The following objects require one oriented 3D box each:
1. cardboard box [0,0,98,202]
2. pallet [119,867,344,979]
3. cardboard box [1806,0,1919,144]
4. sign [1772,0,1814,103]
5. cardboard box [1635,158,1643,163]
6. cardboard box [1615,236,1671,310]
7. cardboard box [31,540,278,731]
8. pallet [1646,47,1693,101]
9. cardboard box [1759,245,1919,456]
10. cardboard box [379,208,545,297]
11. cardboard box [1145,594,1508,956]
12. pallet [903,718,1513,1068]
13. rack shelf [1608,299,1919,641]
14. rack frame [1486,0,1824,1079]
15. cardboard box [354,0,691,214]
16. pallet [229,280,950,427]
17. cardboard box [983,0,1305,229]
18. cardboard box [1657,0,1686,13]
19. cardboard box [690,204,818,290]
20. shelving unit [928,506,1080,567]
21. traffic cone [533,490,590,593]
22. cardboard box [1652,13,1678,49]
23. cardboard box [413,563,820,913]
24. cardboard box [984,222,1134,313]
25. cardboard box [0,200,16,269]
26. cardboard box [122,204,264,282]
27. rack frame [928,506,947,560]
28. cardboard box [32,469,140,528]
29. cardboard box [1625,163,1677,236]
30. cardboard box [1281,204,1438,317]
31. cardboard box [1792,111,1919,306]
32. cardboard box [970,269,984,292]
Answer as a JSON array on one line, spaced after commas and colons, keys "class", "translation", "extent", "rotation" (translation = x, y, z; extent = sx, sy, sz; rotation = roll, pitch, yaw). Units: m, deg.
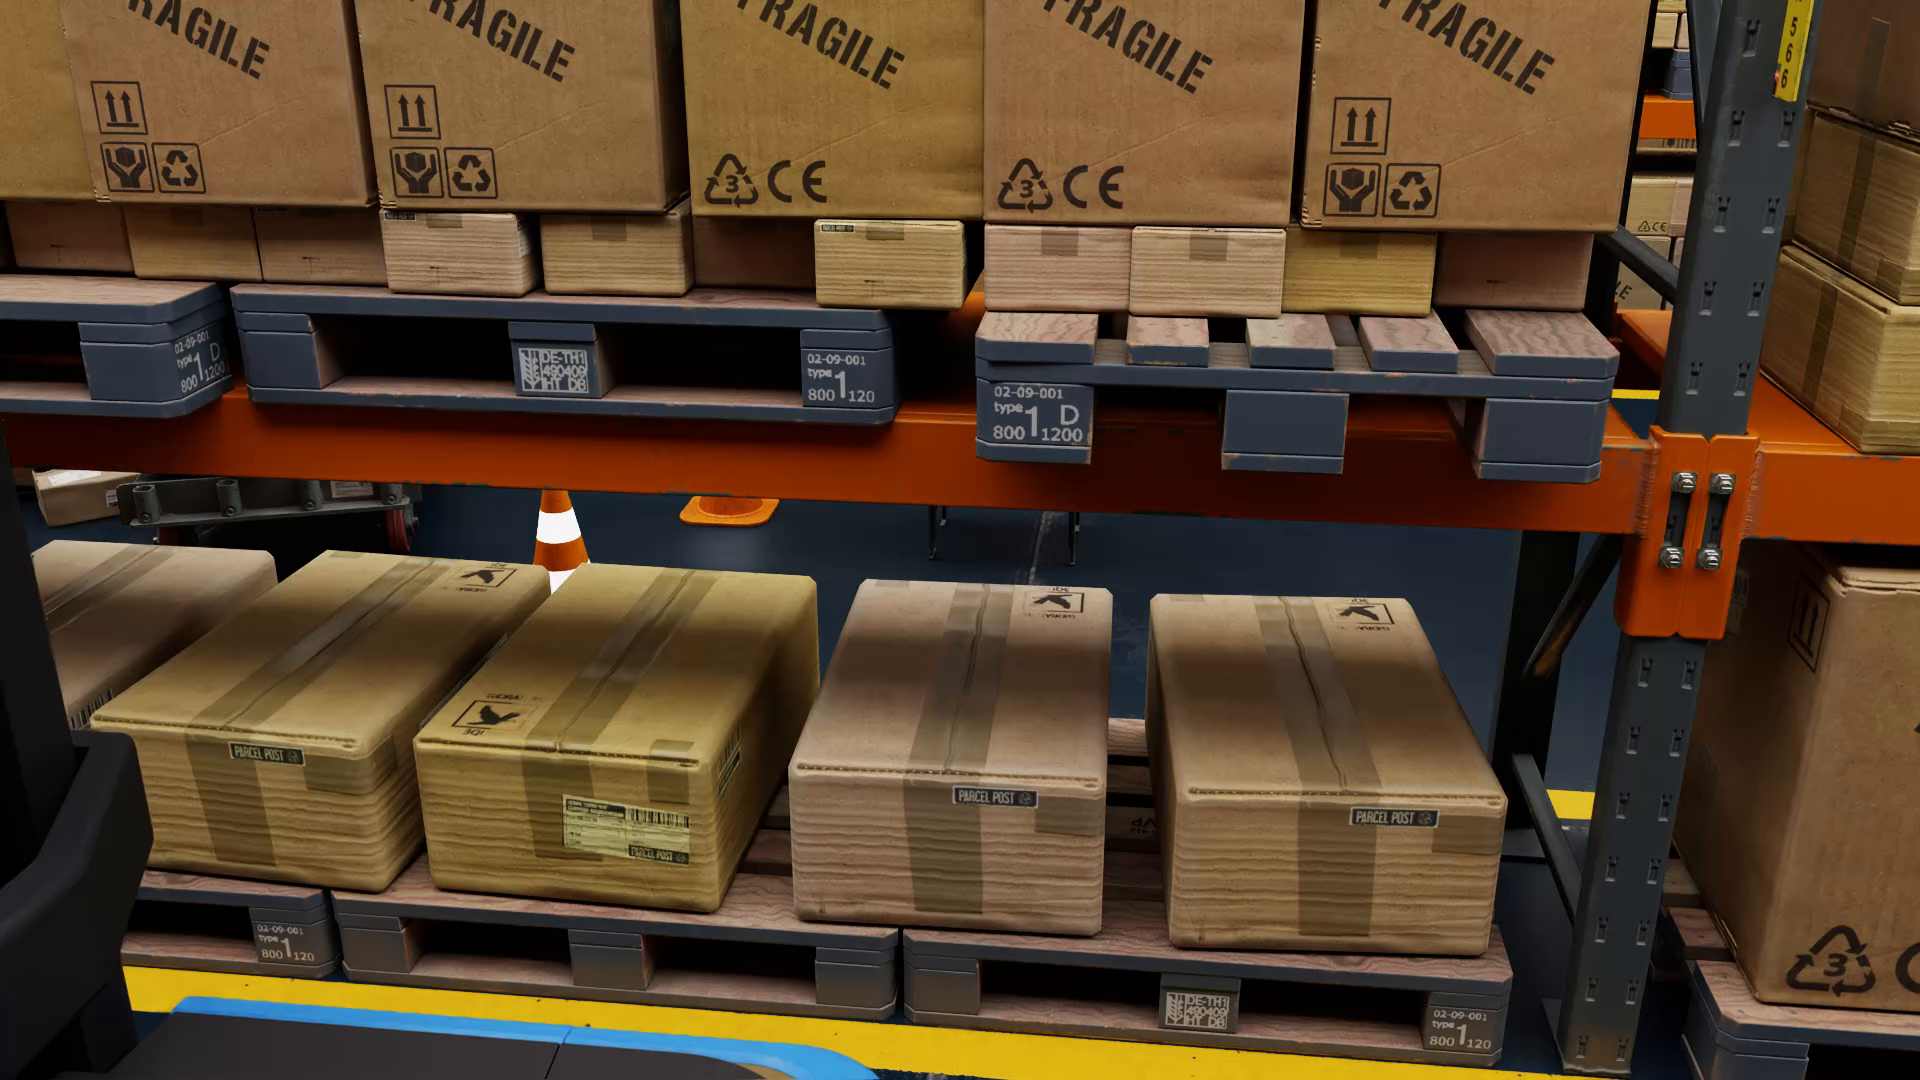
[{"class": "cardboard box", "translation": [-1.732, -0.929, 3.097], "extent": [0.500, 0.500, 0.500], "rotation": [3, 22, 6]}, {"class": "pallet", "translation": [-1.888, 0.635, 4.047], "extent": [1.213, 0.211, 1.003], "rotation": [2, 22, 6]}, {"class": "cardboard box", "translation": [1.772, -0.923, 2.698], "extent": [0.500, 0.500, 0.500], "rotation": [2, 22, 5]}, {"class": "sign", "translation": [1.257, -0.825, 2.480], "extent": [0.005, 0.325, 0.100], "rotation": [2, 22, 6]}, {"class": "cardboard box", "translation": [3.006, -1.763, 8.129], "extent": [0.500, 0.250, 0.500], "rotation": [3, 22, 7]}, {"class": "cardboard box", "translation": [2.965, -1.222, 7.780], "extent": [0.500, 0.500, 0.500], "rotation": [3, 22, 7]}, {"class": "cardboard box", "translation": [-2.140, 0.354, 3.969], "extent": [0.625, 0.372, 0.950], "rotation": [3, 22, 7]}, {"class": "pallet", "translation": [3.764, -2.174, 7.619], "extent": [1.213, 0.211, 1.003], "rotation": [2, 22, 6]}, {"class": "cardboard box", "translation": [1.767, -0.339, 2.922], "extent": [0.500, 0.250, 0.500], "rotation": [2, 22, 5]}, {"class": "cardboard box", "translation": [-0.858, -0.568, 3.066], "extent": [0.250, 0.149, 0.380], "rotation": [3, 22, 8]}, {"class": "cardboard box", "translation": [0.751, 0.477, 3.657], "extent": [0.625, 0.372, 0.950], "rotation": [1, 22, 3]}, {"class": "pallet", "translation": [0.535, 0.740, 3.780], "extent": [1.213, 0.211, 1.003], "rotation": [2, 22, 6]}, {"class": "rack shelf", "translation": [3.297, -0.101, 3.094], "extent": [4.000, 0.370, 1.077], "rotation": [2, 22, 6]}, {"class": "rack frame", "translation": [1.311, -0.522, 3.180], "extent": [0.127, 3.000, 1.000], "rotation": [2, 22, 6]}, {"class": "cardboard box", "translation": [-0.731, -0.884, 2.984], "extent": [0.500, 0.500, 0.500], "rotation": [2, 22, 4]}, {"class": "pallet", "translation": [-0.660, -0.503, 3.394], "extent": [1.213, 0.211, 1.003], "rotation": [2, 22, 6]}, {"class": "cardboard box", "translation": [0.312, -0.839, 2.869], "extent": [0.500, 0.500, 0.500], "rotation": [2, 22, 5]}, {"class": "cardboard box", "translation": [3.035, -2.424, 7.357], "extent": [0.250, 0.149, 0.380], "rotation": [3, 22, 7]}, {"class": "cardboard box", "translation": [-0.331, -0.586, 3.112], "extent": [0.250, 0.149, 0.380], "rotation": [3, 22, 7]}, {"class": "shelving unit", "translation": [0.164, -0.969, 5.536], "extent": [0.503, 2.100, 0.431], "rotation": [2, 22, 6]}, {"class": "traffic cone", "translation": [-1.265, 0.027, 5.241], "extent": [0.334, 0.463, 0.336], "rotation": [2, 22, 6]}, {"class": "cardboard box", "translation": [3.016, -2.285, 7.409], "extent": [0.250, 0.149, 0.380], "rotation": [3, 22, 9]}, {"class": "cardboard box", "translation": [-0.735, 0.413, 3.819], "extent": [0.625, 0.372, 0.950], "rotation": [3, 22, 8]}, {"class": "cardboard box", "translation": [0.179, -0.522, 2.951], "extent": [0.250, 0.149, 0.380], "rotation": [1, 22, 4]}, {"class": "cardboard box", "translation": [-1.903, -0.620, 3.199], "extent": [0.250, 0.149, 0.380], "rotation": [3, 22, 7]}, {"class": "cardboard box", "translation": [-1.362, -0.609, 3.172], "extent": [0.250, 0.149, 0.380], "rotation": [3, 22, 7]}, {"class": "rack frame", "translation": [-0.078, -0.980, 5.562], "extent": [0.015, 2.100, 0.400], "rotation": [2, 22, 6]}, {"class": "cardboard box", "translation": [-3.218, -0.242, 6.192], "extent": [0.396, 0.266, 0.258], "rotation": [-14, 25, -31]}, {"class": "cardboard box", "translation": [2.953, -1.575, 7.653], "extent": [0.500, 0.250, 0.500], "rotation": [2, 22, 6]}, {"class": "cardboard box", "translation": [0.683, -0.514, 2.930], "extent": [0.250, 0.149, 0.380], "rotation": [3, 22, 7]}, {"class": "cardboard box", "translation": [1.785, -0.573, 2.832], "extent": [0.500, 0.250, 0.500], "rotation": [2, 22, 6]}, {"class": "cardboard box", "translation": [0.331, -1.578, 8.341], "extent": [0.750, 0.750, 1.050], "rotation": [3, 22, 7]}]
